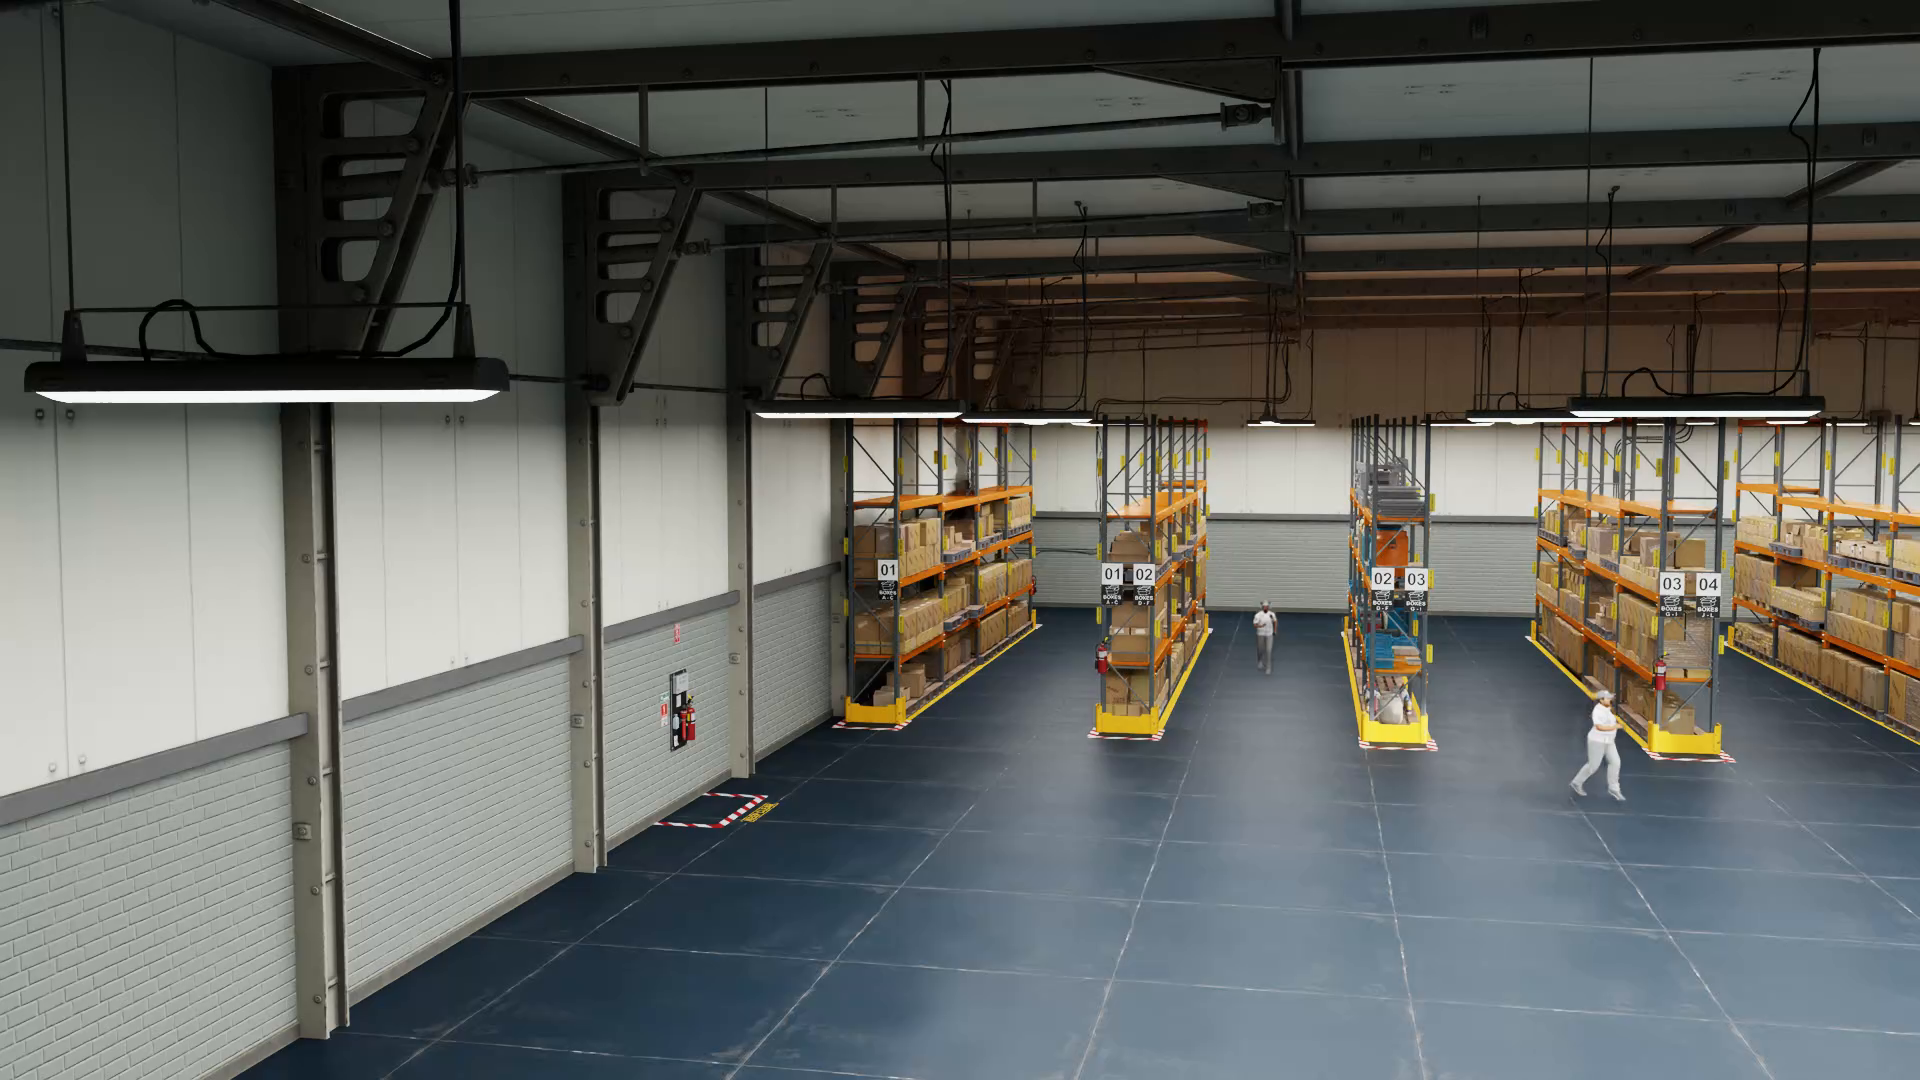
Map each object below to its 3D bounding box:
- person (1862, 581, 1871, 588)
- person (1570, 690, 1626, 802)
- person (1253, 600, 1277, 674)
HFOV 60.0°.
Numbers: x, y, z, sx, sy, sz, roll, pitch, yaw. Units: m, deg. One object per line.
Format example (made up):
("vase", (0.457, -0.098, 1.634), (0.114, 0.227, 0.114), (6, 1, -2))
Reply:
("person", (24.338, 1.914, 44.651), (0.778, 1.702, 0.573), (1, 4, 18))
("person", (9.892, 3.169, 25.744), (0.809, 1.717, 0.631), (3, 5, 39))
("person", (7.184, 2.251, 39.102), (0.575, 1.685, 0.938), (0, 4, 6))
